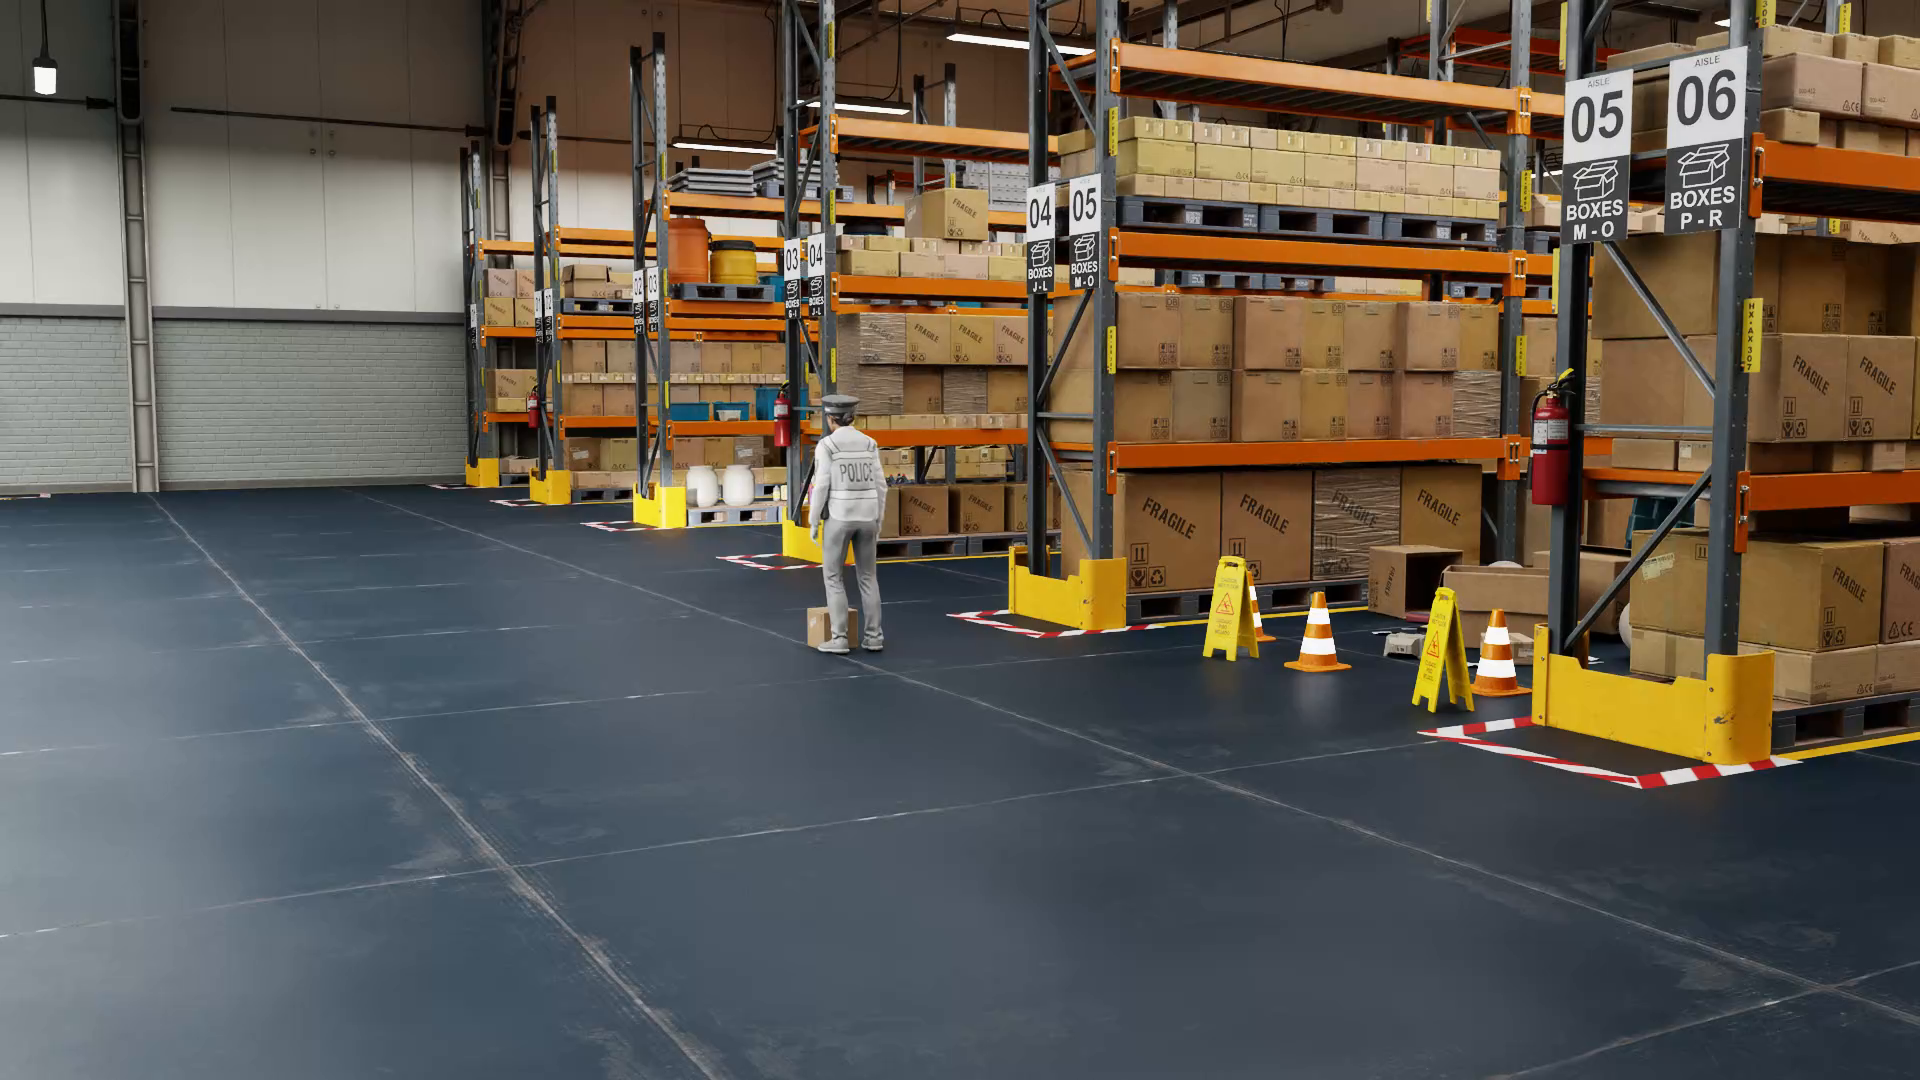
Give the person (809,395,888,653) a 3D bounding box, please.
[{"bbox_3d":[-0.726,-0.102,10.732,0.538,1.662,0.377,-3,6,-30],"label":"person"}]
